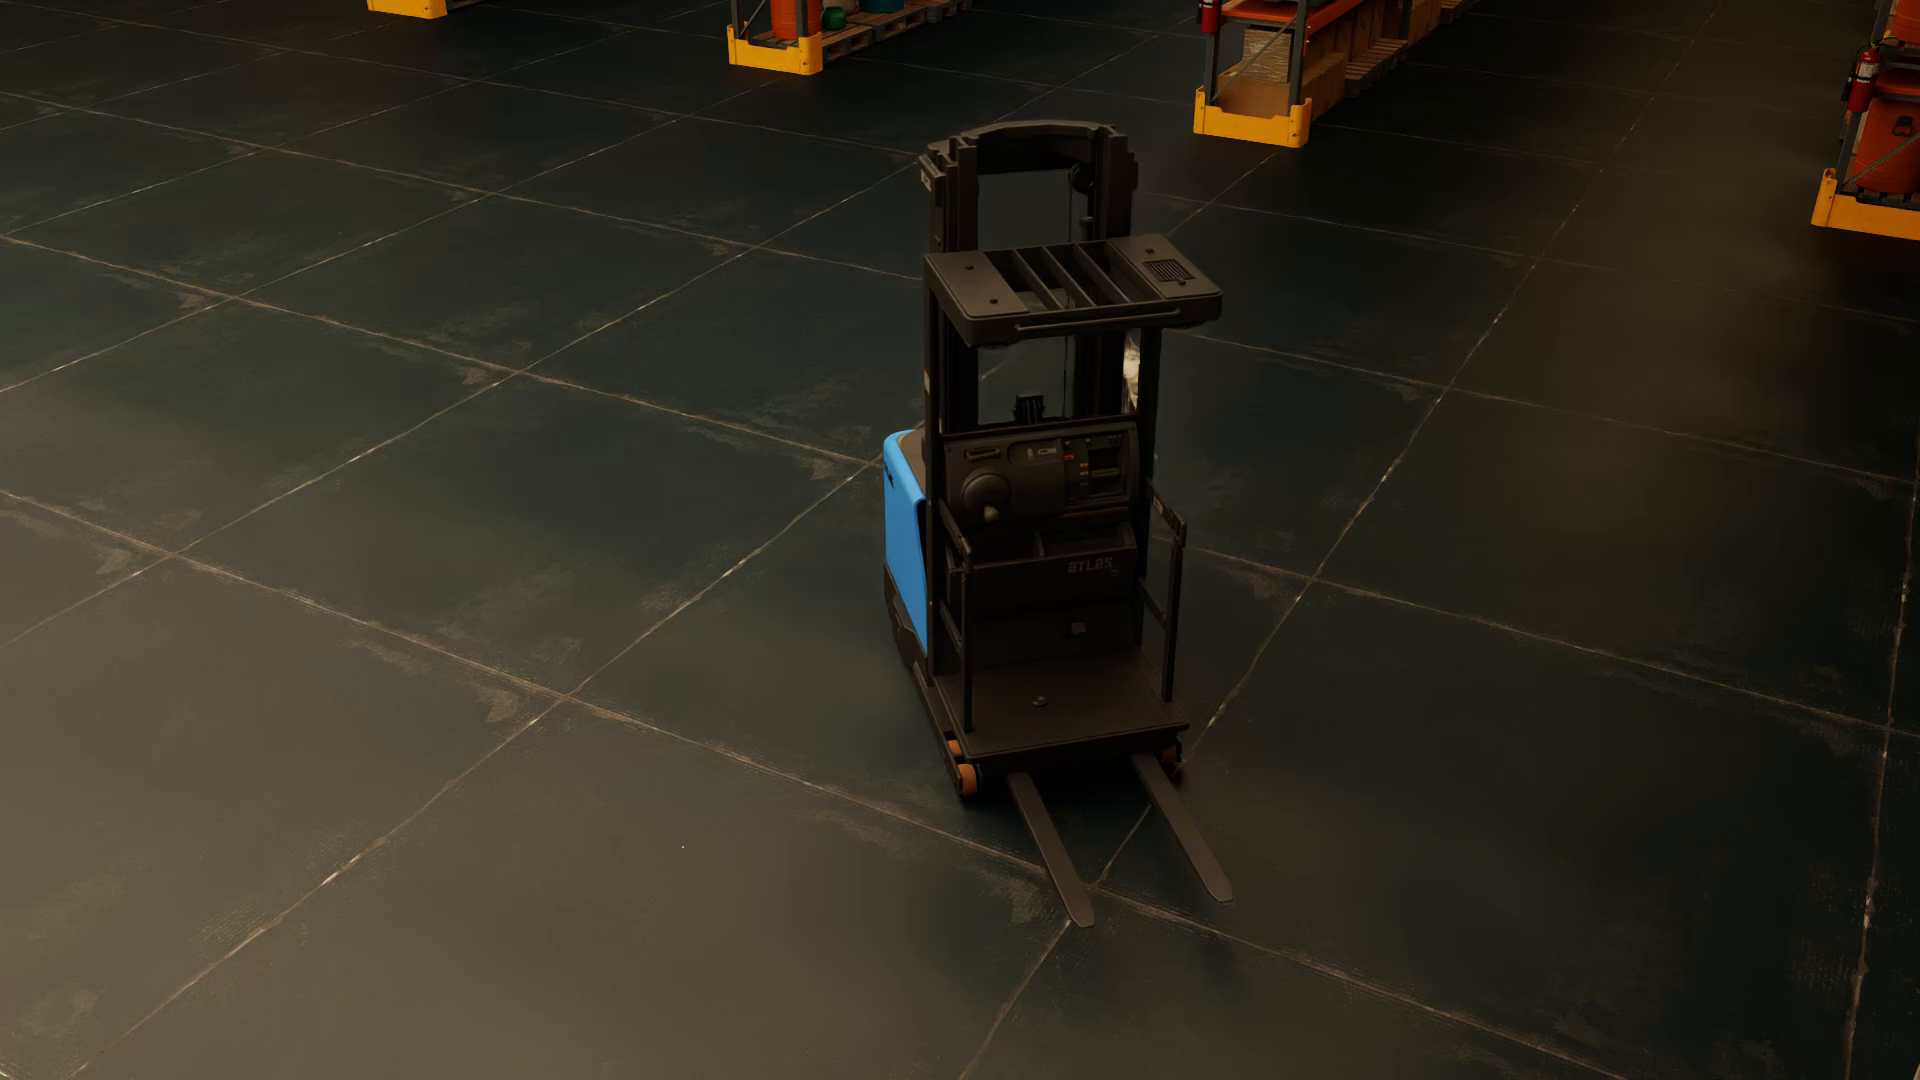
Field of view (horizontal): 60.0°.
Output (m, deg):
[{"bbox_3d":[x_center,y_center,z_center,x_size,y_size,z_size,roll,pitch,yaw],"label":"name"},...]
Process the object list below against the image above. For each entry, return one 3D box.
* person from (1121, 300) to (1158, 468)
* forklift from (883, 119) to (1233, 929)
[{"bbox_3d":[0.909,-0.648,9.551,0.449,1.655,0.812,-11,32,-18],"label":"person"},{"bbox_3d":[0.441,-0.262,7.525,1.130,2.935,3.031,-7,31,-13],"label":"forklift"}]
